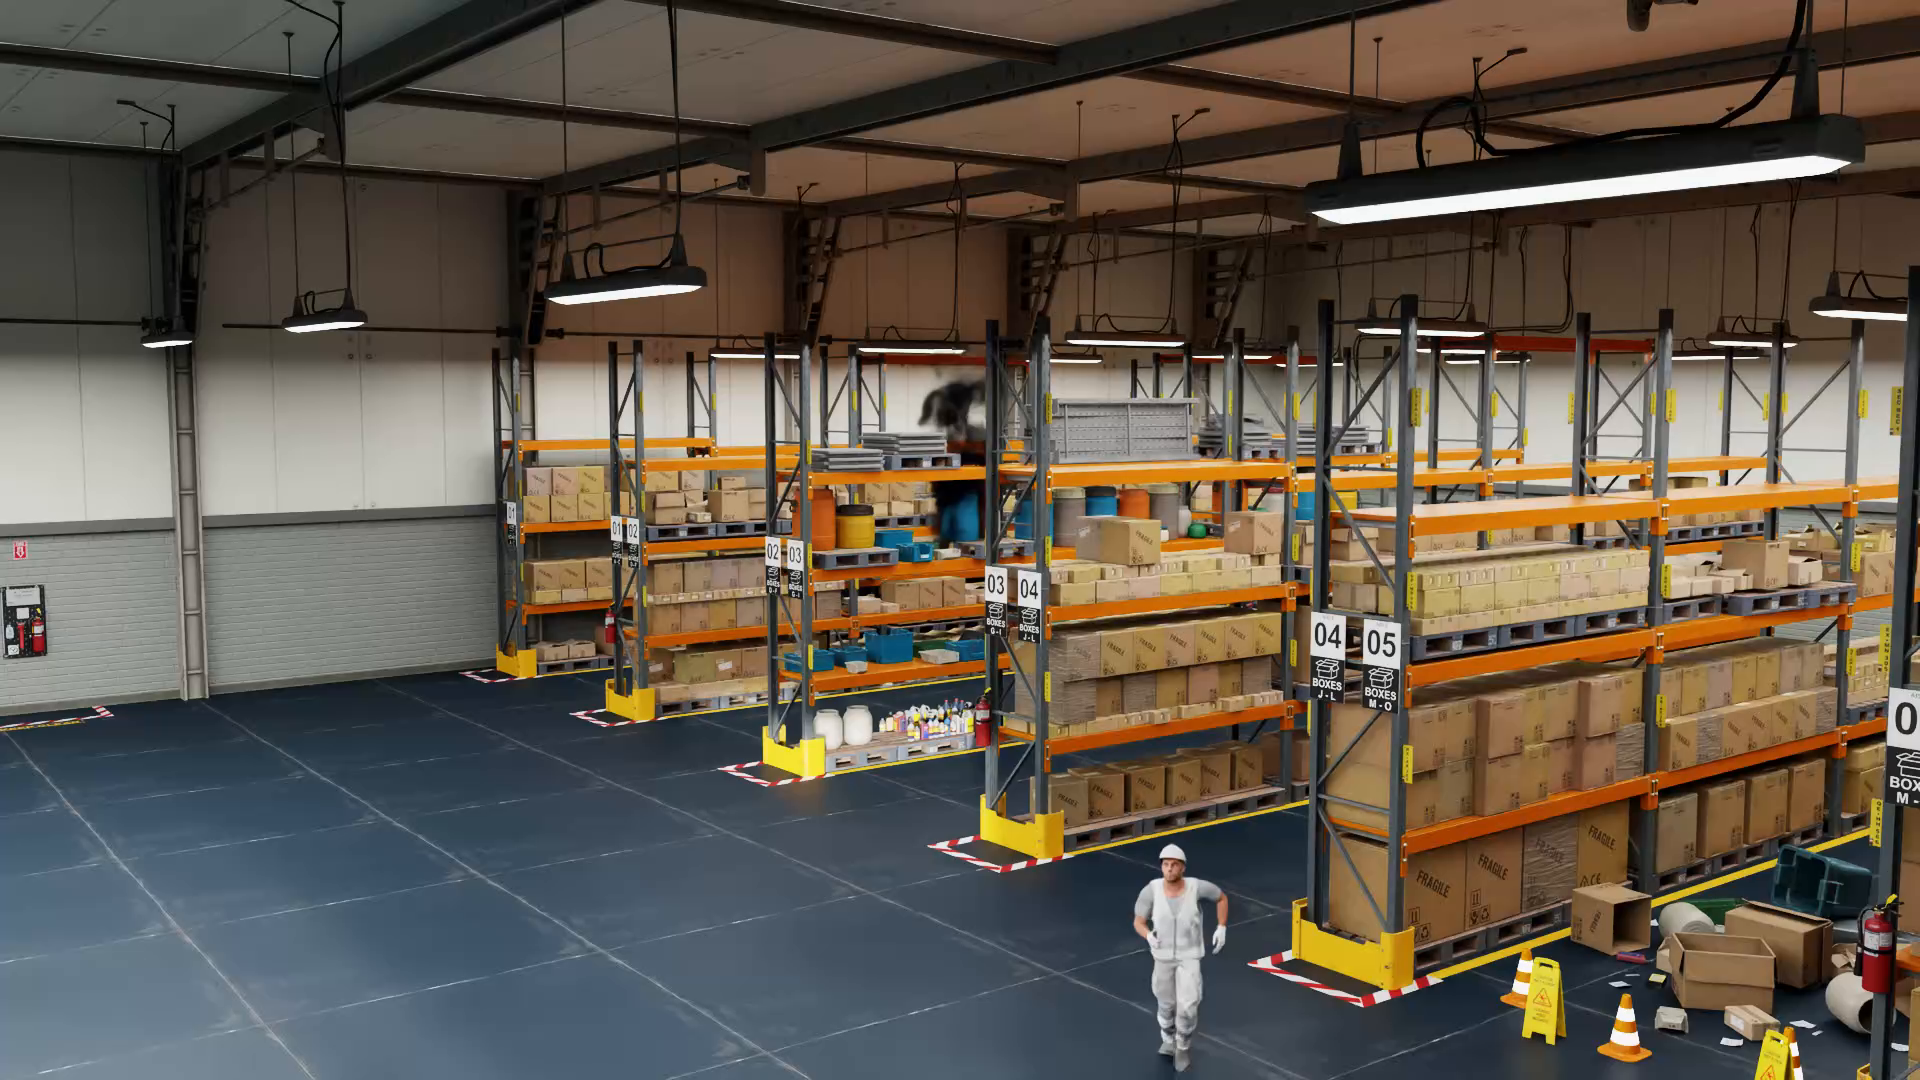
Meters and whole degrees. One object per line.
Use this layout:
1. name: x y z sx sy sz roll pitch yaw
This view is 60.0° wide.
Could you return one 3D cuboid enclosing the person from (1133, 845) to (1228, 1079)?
1. person: 1.654 3.170 12.542 0.679 1.786 0.885 1 5 15
